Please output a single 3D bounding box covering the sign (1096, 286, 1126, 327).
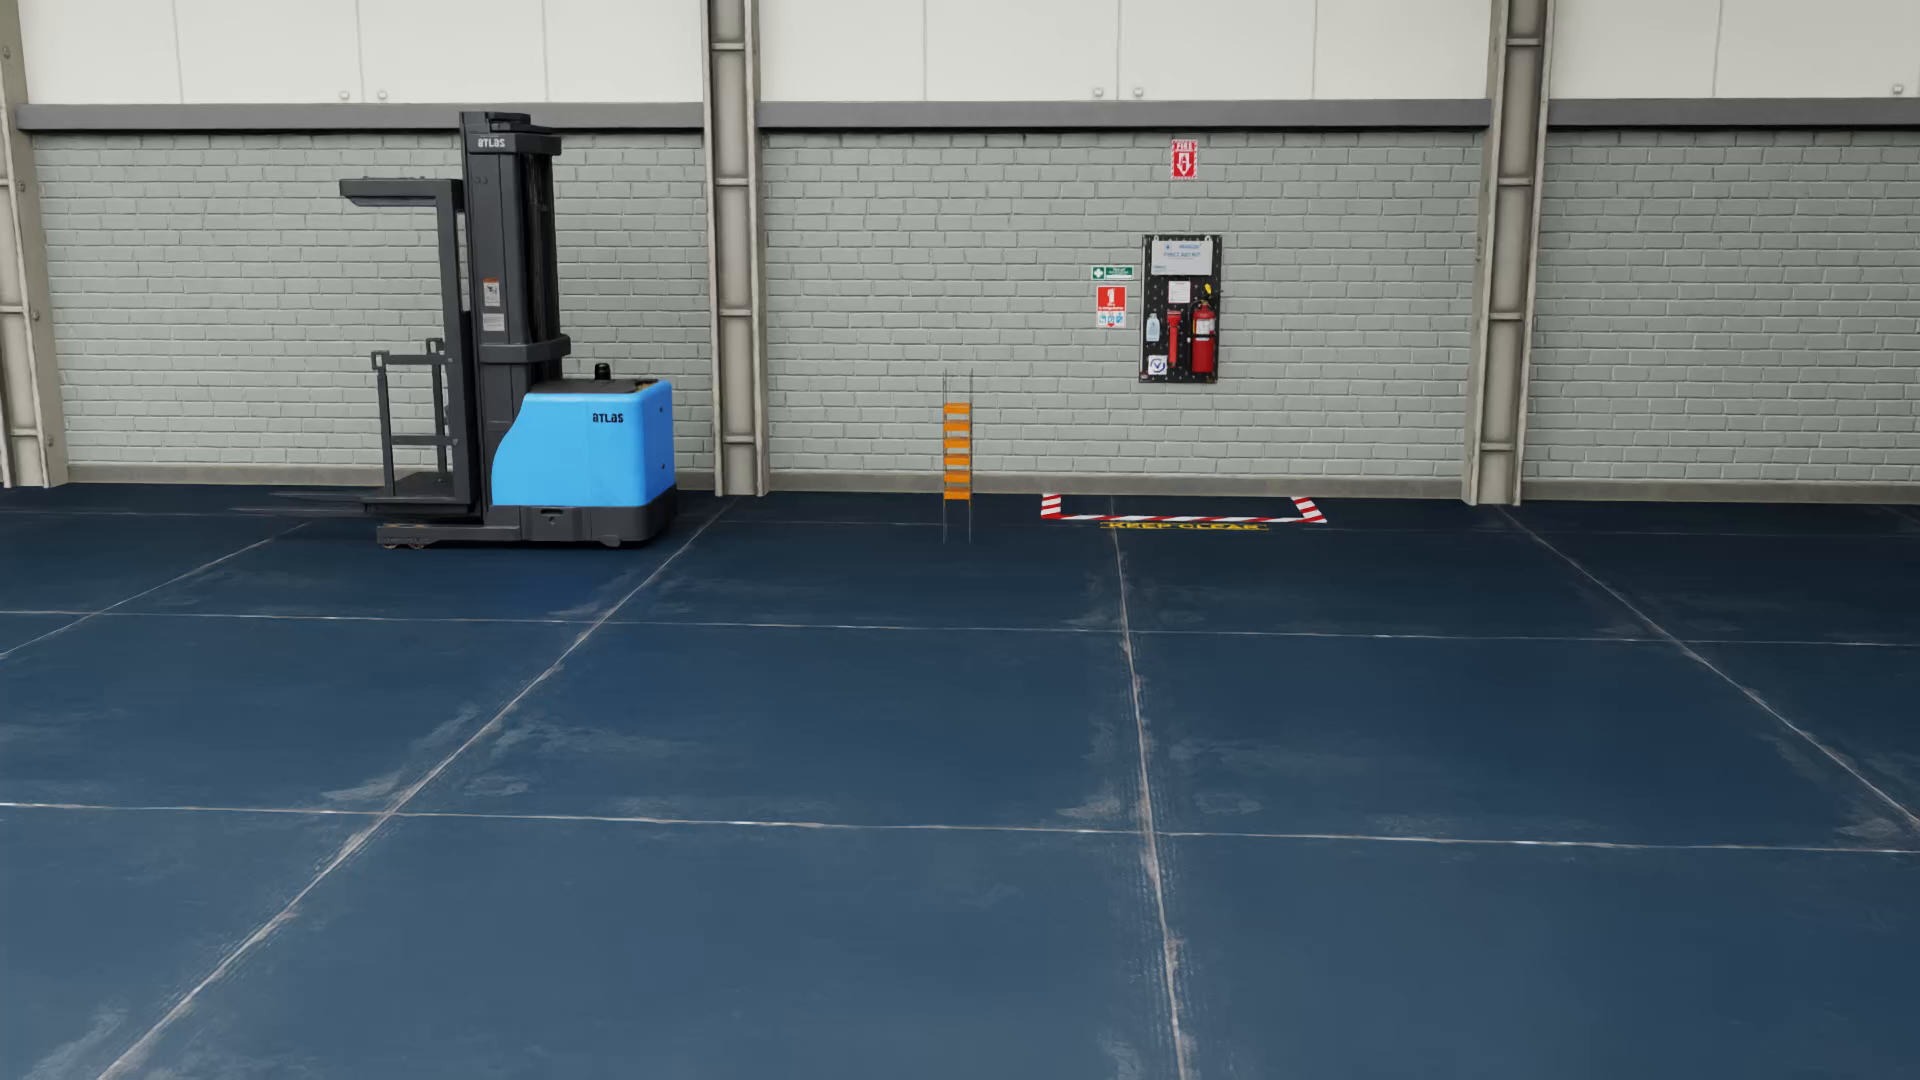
[{"bbox_3d":[1.204,-1.858,13.235,0.234,0.329,0.001,1,12,4],"label":"sign"}]

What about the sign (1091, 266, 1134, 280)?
[{"bbox_3d":[1.208,-2.115,13.172,0.331,0.109,0.001,1,12,4],"label":"sign"}]

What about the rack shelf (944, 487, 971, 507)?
[{"bbox_3d":[-0.014,-0.309,11.704,0.180,0.103,0.258,1,12,4],"label":"rack shelf"}]

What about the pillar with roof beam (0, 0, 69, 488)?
[{"bbox_3d":[-8.049,-3.991,8.869,0.400,9.000,9.100,1,12,4],"label":"pillar with roof beam"}]

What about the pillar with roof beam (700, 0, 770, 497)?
[{"bbox_3d":[-2.063,-3.909,8.477,0.400,9.000,9.100,1,12,4],"label":"pillar with roof beam"}]

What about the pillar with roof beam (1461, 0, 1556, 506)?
[{"bbox_3d":[3.924,-3.827,8.084,0.400,9.000,9.100,1,12,4],"label":"pillar with roof beam"}]

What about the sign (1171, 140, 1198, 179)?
[{"bbox_3d":[1.747,-2.967,12.962,0.199,0.298,0.001,1,12,4],"label":"sign"}]

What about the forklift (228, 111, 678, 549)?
[{"bbox_3d":[-3.624,-1.480,11.685,3.031,2.935,1.130,1,12,3],"label":"forklift"}]

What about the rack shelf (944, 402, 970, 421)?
[{"bbox_3d":[-0.014,-0.896,11.582,0.180,0.103,0.258,1,12,4],"label":"rack shelf"}]

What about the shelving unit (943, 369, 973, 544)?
[{"bbox_3d":[-0.014,-0.587,11.646,0.189,1.200,0.258,1,12,4],"label":"shelving unit"}]

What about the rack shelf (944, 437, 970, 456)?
[{"bbox_3d":[-0.014,-0.661,11.631,0.180,0.103,0.258,1,12,4],"label":"rack shelf"}]

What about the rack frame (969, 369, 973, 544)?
[{"bbox_3d":[0.077,-0.586,11.640,0.006,1.200,0.240,1,12,4],"label":"rack frame"}]

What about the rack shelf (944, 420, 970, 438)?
[{"bbox_3d":[-0.014,-0.779,11.606,0.180,0.103,0.258,1,12,4],"label":"rack shelf"}]

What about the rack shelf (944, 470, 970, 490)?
[{"bbox_3d":[-0.014,-0.427,11.680,0.180,0.103,0.258,1,12,4],"label":"rack shelf"}]

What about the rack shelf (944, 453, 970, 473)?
[{"bbox_3d":[-0.014,-0.544,11.655,0.180,0.103,0.258,1,12,4],"label":"rack shelf"}]

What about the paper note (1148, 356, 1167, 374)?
[{"bbox_3d":[1.576,-1.397,13.271,0.142,0.148,0.016,1,12,4],"label":"paper note"}]

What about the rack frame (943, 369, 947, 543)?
[{"bbox_3d":[-0.106,-0.589,11.652,0.006,1.200,0.240,1,12,4],"label":"rack frame"}]

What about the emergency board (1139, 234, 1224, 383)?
[{"bbox_3d":[1.748,-1.811,13.102,0.643,1.169,0.194,1,12,4],"label":"emergency board"}]
